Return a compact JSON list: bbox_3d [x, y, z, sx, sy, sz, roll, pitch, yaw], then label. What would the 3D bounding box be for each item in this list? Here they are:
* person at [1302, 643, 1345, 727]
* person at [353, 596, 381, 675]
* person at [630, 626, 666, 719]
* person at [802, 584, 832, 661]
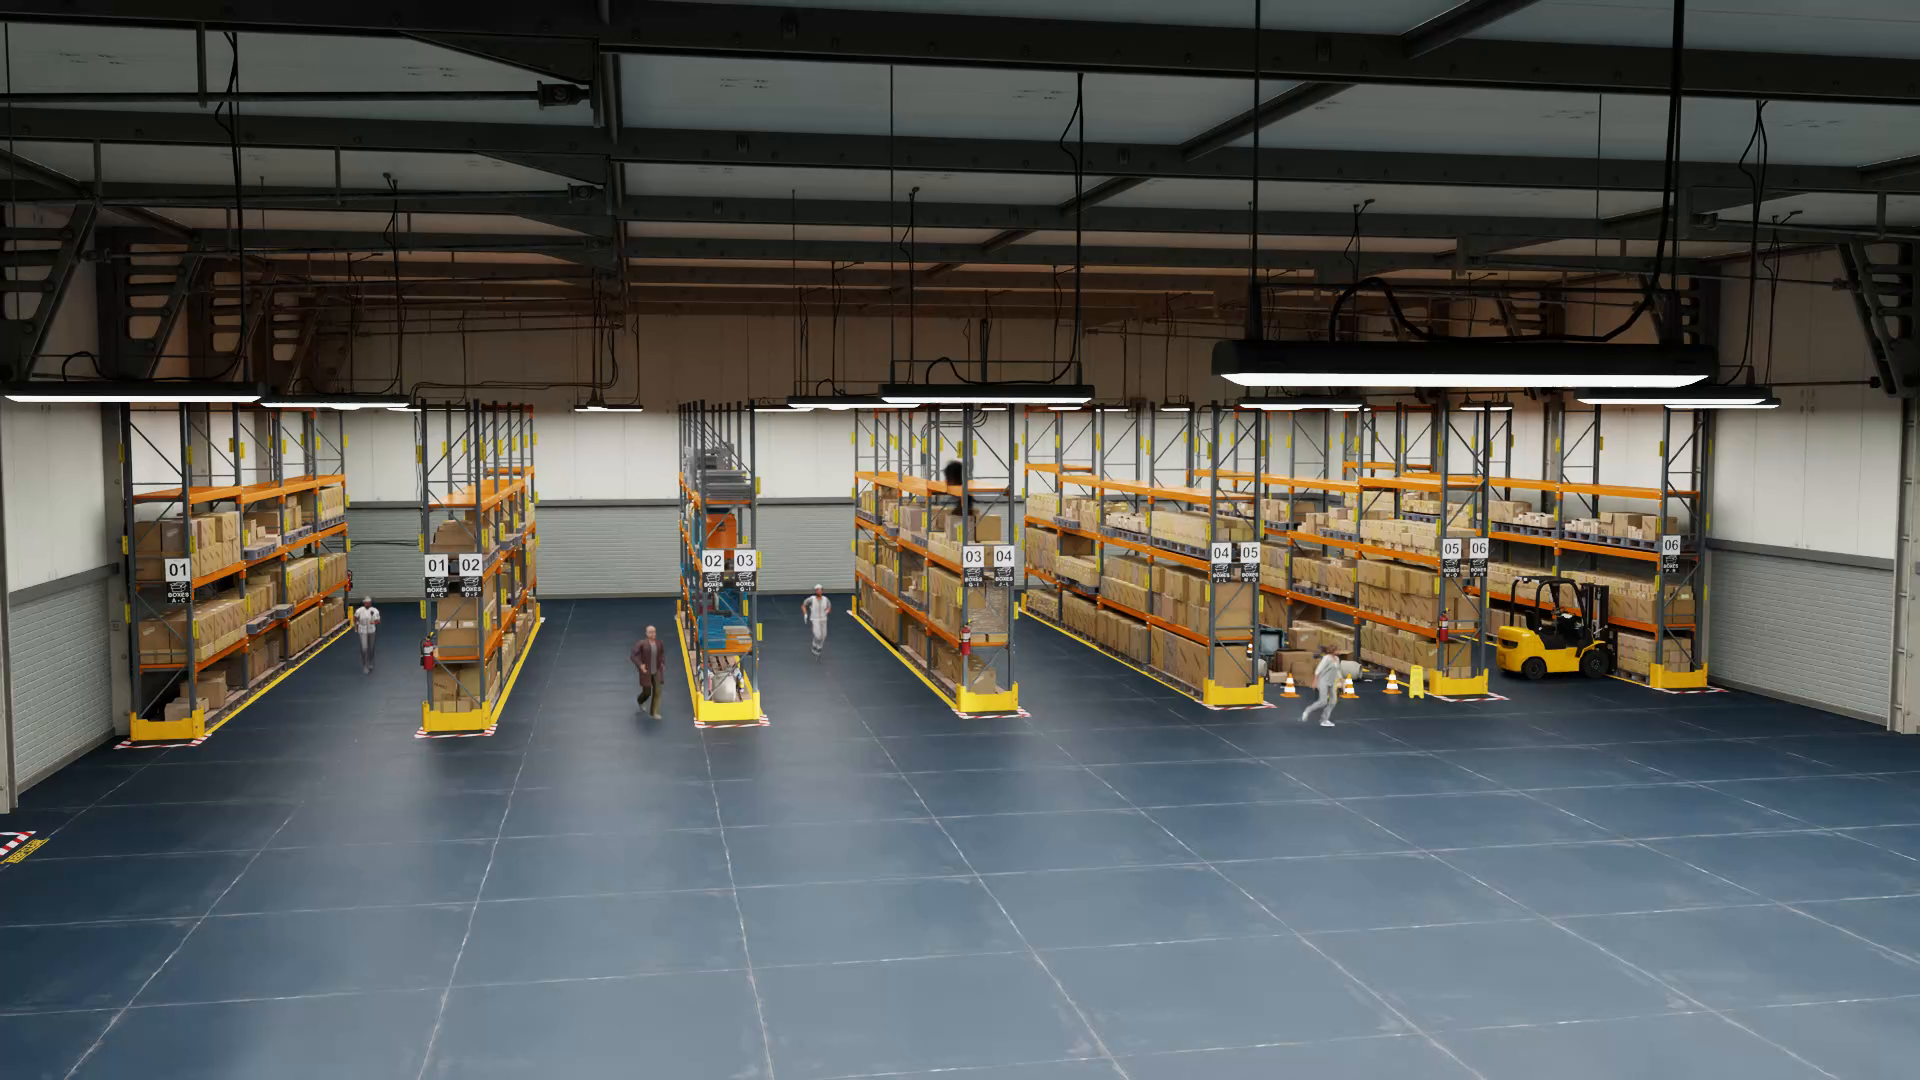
[{"bbox_3d":[6.685,2.644,30.585,0.587,1.543,0.623,-4,6,-44],"label":"person"},{"bbox_3d":[-13.149,2.096,36.907,0.555,1.749,0.848,-2,5,-23],"label":"person"},{"bbox_3d":[-5.861,2.485,31.342,0.729,1.749,0.934,-3,5,-31],"label":"person"},{"bbox_3d":[-3.274,1.920,38.564,0.639,1.780,0.697,-2,5,-25],"label":"person"}]
